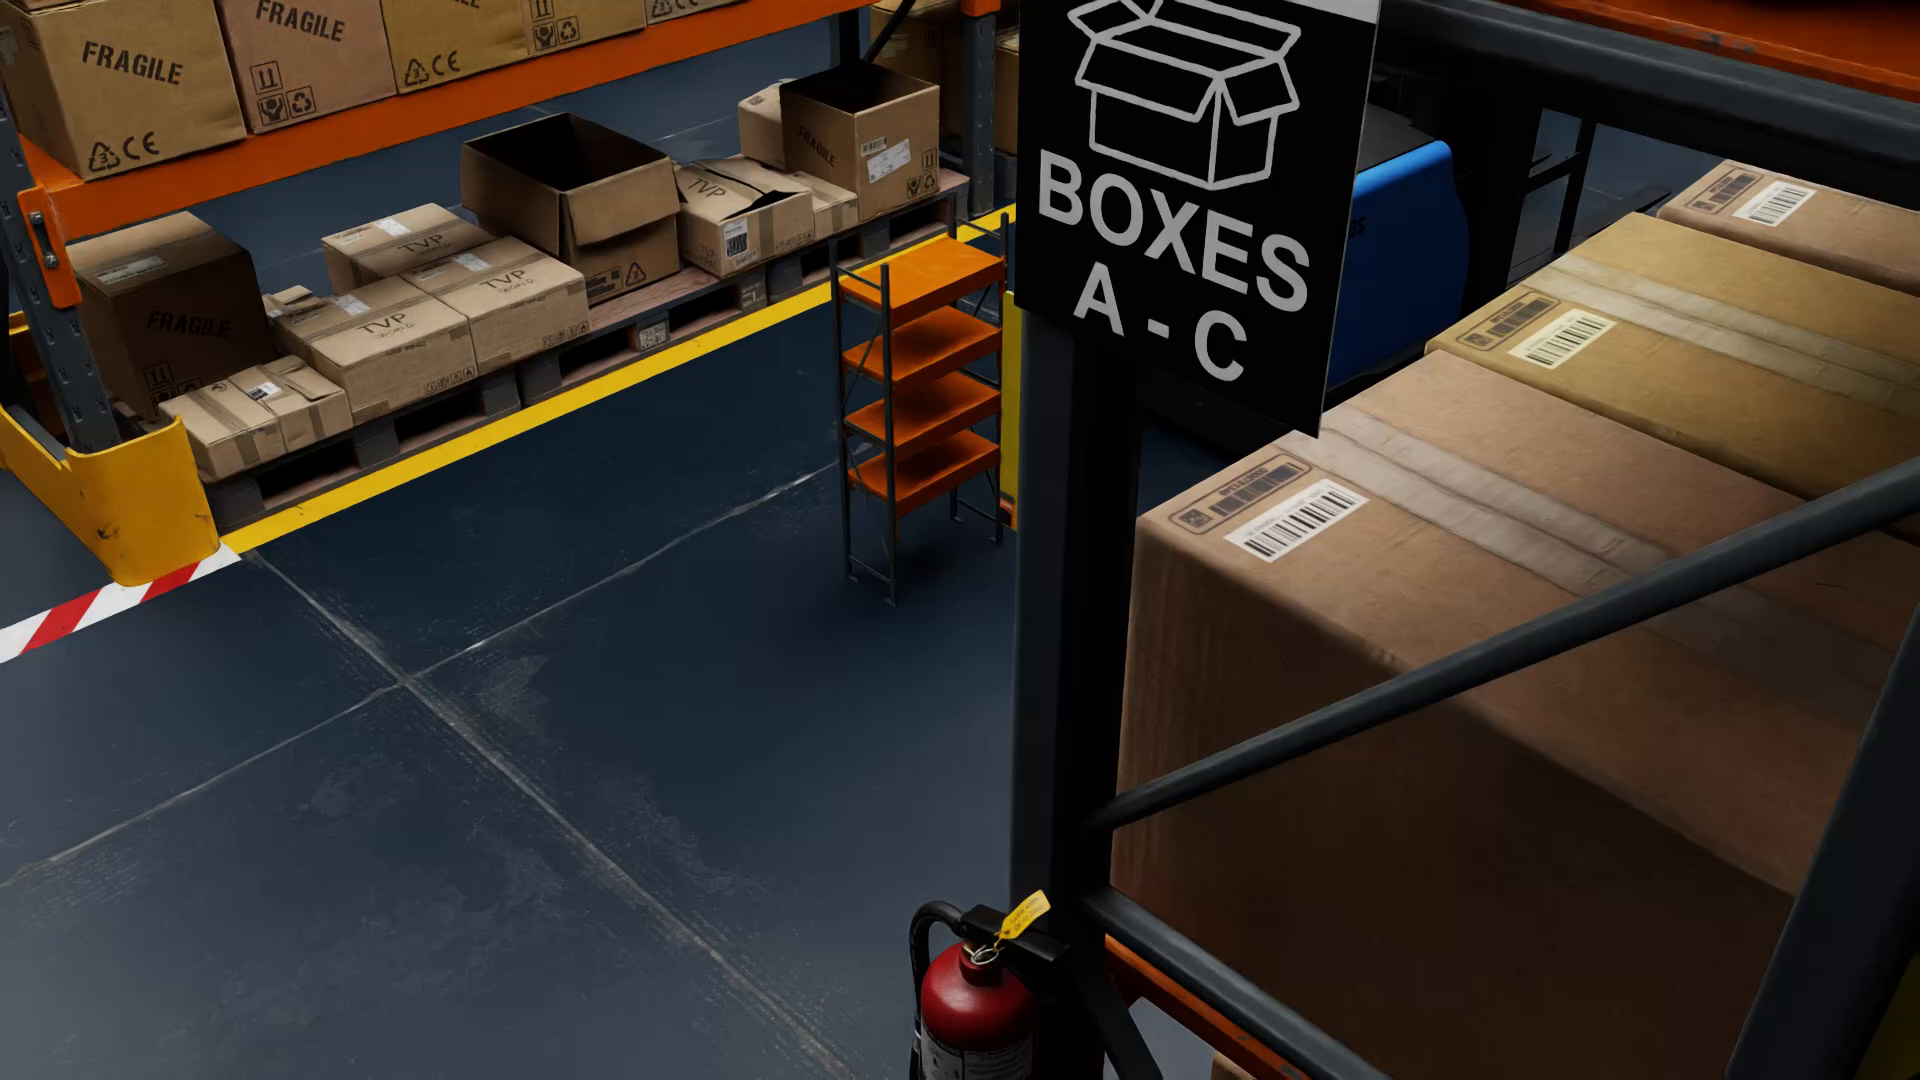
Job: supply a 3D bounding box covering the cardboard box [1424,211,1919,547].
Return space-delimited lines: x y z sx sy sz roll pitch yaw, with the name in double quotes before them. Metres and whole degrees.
"cardboard box" 1.320 0.025 2.722 0.980 0.700 0.700 29 44 35

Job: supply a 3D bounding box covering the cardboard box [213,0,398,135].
"cardboard box" -2.196 -1.662 5.317 0.500 0.500 0.500 29 44 35

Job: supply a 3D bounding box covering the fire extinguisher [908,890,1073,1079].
"fire extinguisher" 0.029 0.719 2.383 0.296 0.674 0.183 30 45 35

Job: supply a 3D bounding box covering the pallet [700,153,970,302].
"pallet" -0.722 -1.537 7.663 1.003 0.211 1.213 30 45 35

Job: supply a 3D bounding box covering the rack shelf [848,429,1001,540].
"rack shelf" -0.117 -0.207 5.356 0.258 0.148 0.480 30 45 35

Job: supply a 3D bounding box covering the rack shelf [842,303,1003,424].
"rack shelf" -0.117 -0.553 5.114 0.258 0.148 0.480 30 45 35

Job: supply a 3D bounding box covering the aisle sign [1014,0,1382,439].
"aisle sign" 0.199 -0.499 1.463 0.394 0.787 0.004 30 45 35

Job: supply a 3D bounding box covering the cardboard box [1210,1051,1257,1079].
"cardboard box" 0.885 1.188 3.136 0.700 0.500 0.500 30 45 35

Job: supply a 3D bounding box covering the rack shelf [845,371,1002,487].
"rack shelf" -0.117 -0.370 5.242 0.258 0.148 0.480 30 45 35

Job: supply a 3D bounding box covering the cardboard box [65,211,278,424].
"cardboard box" -2.847 -0.811 5.984 0.500 0.500 0.500 30 45 35

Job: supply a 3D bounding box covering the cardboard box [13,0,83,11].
"cardboard box" -2.556 -1.861 4.727 0.500 0.500 0.500 -28 44 -34

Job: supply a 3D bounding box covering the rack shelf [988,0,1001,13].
"rack shelf" 1.172 -3.476 8.634 1.077 0.370 4.000 30 45 35

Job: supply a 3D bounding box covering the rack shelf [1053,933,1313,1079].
"rack shelf" 1.872 0.143 3.446 1.077 0.370 4.000 30 45 35

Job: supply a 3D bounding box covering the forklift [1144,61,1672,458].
"forklift" 1.884 -2.175 6.200 3.031 2.935 1.130 -27 43 -33

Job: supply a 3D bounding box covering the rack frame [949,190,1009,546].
"rack frame" 0.055 -0.524 5.346 0.240 1.200 0.015 30 45 35

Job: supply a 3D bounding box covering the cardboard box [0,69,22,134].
"cardboard box" -2.933 -1.668 5.326 0.500 0.500 0.500 -28 44 -34

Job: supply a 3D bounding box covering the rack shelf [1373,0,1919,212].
"rack shelf" 1.872 -1.088 2.587 1.077 0.370 4.000 30 45 35

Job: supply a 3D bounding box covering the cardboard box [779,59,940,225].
"cardboard box" -0.437 -1.769 7.358 0.500 0.500 0.500 30 45 35

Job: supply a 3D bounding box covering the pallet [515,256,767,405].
"pallet" -1.581 -1.040 6.949 1.003 0.211 1.213 30 45 35

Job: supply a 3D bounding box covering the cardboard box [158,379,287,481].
"cardboard box" -2.516 -0.378 5.671 0.380 0.149 0.250 30 45 35

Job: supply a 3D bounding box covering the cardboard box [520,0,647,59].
"cardboard box" -1.487 -2.067 5.897 0.500 0.500 0.500 -29 44 -35

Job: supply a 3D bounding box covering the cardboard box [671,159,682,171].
"cardboard box" -1.289 -1.539 7.321 0.380 0.166 0.250 30 45 35

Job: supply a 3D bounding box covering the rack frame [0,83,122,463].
"rack frame" -3.055 -1.336 4.936 1.000 3.000 0.127 30 45 35

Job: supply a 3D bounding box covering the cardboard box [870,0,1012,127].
"cardboard box" -0.093 -2.430 8.307 0.500 0.500 0.500 29 44 35

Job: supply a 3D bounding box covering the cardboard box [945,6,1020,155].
"cardboard box" 0.277 -2.213 7.994 0.500 0.500 0.500 27 43 33

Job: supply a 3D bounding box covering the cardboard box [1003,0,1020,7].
"cardboard box" 0.261 -2.628 8.589 0.500 0.500 0.500 -30 45 -35

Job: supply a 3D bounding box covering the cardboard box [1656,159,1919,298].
"cardboard box" 1.863 -0.280 3.161 0.980 0.700 0.700 27 43 33

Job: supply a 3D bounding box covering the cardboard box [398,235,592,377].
"cardboard box" -1.766 -0.901 6.332 0.500 0.250 0.500 30 45 35

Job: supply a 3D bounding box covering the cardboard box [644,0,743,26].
"cardboard box" -1.130 -2.275 6.195 0.500 0.500 0.500 -29 44 -35

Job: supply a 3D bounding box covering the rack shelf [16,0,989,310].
"rack shelf" -1.646 -1.852 6.306 1.077 0.370 4.000 30 45 35

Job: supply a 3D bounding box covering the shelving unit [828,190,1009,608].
"shelving unit" -0.117 -0.425 5.204 0.258 1.200 0.503 30 45 35

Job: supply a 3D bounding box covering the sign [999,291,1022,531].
"sign" 0.087 -0.137 1.998 0.100 0.325 0.005 30 45 35

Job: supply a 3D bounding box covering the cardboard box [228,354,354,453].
"cardboard box" -2.340 -0.487 5.811 0.380 0.166 0.250 30 45 35

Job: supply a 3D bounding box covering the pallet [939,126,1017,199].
"pallet" 0.309 -2.161 8.557 1.003 0.211 1.213 30 45 35

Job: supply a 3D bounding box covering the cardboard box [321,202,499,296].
"cardboard box" -2.156 -1.082 6.591 0.500 0.250 0.500 30 45 35

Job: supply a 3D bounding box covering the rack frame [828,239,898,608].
"rack frame" -0.289 -0.326 5.062 0.240 1.200 0.015 30 45 35

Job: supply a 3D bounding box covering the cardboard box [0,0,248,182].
"cardboard box" -2.556 -1.451 5.013 0.500 0.500 0.500 -29 44 -35

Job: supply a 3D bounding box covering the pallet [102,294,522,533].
"pallet" -2.441 -0.547 6.243 1.003 0.211 1.213 30 45 35

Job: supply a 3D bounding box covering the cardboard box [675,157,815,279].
"cardboard box" -0.966 -1.387 6.976 0.500 0.311 0.500 30 45 35

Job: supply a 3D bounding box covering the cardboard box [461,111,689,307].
"cardboard box" -1.557 -1.351 6.756 0.797 0.503 0.637 30 45 35

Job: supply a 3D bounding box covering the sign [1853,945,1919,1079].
"sign" 0.852 0.498 1.481 0.100 0.325 0.005 30 45 35

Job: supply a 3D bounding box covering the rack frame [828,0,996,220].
"rack frame" -0.237 -2.959 7.264 1.000 3.000 0.127 30 45 35

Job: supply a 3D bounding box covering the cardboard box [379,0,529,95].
"cardboard box" -1.840 -1.865 5.607 0.500 0.500 0.500 29 44 35

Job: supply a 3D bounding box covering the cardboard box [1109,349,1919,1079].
"cardboard box" 0.815 0.325 2.292 0.700 0.700 0.980 -28 43 -34

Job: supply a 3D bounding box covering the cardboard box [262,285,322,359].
"cardboard box" -2.498 -0.802 6.263 0.380 0.166 0.250 30 45 35

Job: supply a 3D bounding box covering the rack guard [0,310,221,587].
"rack guard" -3.002 -0.341 5.695 1.175 0.500 0.348 30 45 35

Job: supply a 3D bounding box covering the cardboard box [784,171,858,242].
"cardboard box" -0.659 -1.449 7.206 0.380 0.149 0.250 30 45 35

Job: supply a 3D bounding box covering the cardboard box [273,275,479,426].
"cardboard box" -2.119 -0.698 6.040 0.500 0.250 0.500 30 45 35

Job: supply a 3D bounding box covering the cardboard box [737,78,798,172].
"cardboard box" -0.686 -1.954 7.788 0.500 0.311 0.500 30 45 35

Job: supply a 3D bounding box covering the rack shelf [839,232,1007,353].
"rack shelf" -0.117 -0.747 4.979 0.258 0.148 0.480 30 45 35
